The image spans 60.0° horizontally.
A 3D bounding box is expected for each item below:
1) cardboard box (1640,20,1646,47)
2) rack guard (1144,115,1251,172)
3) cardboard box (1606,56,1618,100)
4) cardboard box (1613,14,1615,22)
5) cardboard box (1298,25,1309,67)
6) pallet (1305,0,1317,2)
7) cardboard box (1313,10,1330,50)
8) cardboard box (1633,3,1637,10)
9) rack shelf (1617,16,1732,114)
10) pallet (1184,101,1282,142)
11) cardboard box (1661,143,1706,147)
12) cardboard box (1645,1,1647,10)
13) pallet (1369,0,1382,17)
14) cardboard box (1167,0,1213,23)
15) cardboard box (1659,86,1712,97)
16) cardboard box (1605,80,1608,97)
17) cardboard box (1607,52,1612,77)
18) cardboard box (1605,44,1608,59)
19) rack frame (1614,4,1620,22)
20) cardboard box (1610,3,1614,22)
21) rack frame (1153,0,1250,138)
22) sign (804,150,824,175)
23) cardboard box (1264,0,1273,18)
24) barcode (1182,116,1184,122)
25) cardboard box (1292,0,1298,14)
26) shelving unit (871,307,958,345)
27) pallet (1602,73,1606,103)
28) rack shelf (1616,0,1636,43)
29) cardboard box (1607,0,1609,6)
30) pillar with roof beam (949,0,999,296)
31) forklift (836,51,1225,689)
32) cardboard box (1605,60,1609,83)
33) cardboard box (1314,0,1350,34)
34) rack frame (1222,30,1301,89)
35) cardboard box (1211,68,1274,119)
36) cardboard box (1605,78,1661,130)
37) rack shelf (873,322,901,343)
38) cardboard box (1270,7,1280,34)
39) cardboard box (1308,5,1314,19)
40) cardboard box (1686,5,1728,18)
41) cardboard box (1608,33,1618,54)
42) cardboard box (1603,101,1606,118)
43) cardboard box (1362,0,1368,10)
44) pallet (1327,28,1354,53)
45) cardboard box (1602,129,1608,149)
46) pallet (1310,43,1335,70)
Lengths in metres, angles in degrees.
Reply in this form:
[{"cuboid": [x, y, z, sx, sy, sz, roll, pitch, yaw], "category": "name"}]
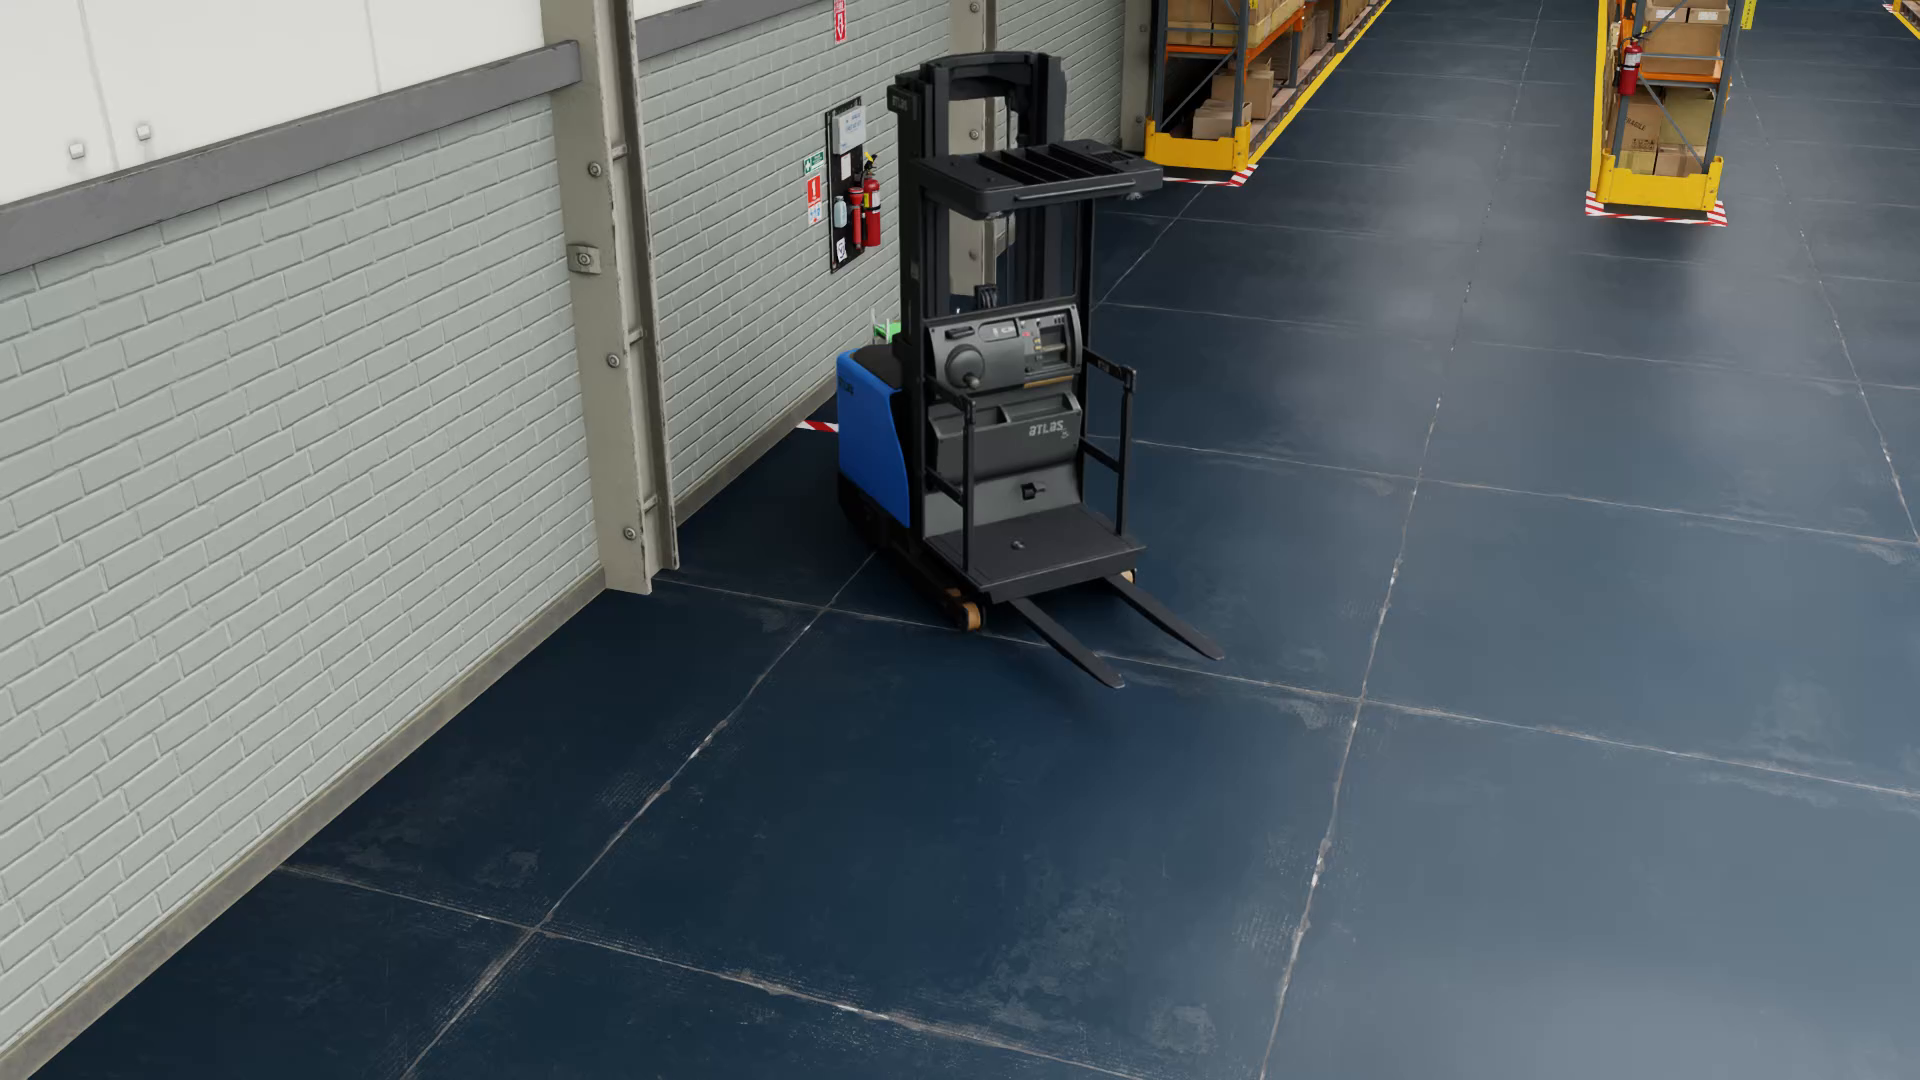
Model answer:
[{"cuboid": [7.875, -5.592, 18.243, 0.700, 0.500, 0.500, 9, 27, 18], "category": "cardboard box"}, {"cuboid": [2.719, -4.561, 19.096, 1.175, 0.500, 0.348, 9, 27, 17], "category": "rack guard"}, {"cuboid": [8.089, -5.519, 20.019, 0.500, 0.500, 0.500, 9, 27, 17], "category": "cardboard box"}, {"cuboid": [10.118, -7.717, 25.109, 0.500, 0.500, 0.500, 10, 28, 19], "category": "cardboard box"}, {"cuboid": [4.586, -7.100, 23.835, 0.700, 0.500, 0.500, 9, 27, 18], "category": "cardboard box"}, {"cuboid": [4.416, -7.505, 22.528, 1.003, 0.211, 1.213, 9, 27, 17], "category": "pallet"}, {"cuboid": [5.165, -7.712, 25.099, 0.700, 0.500, 0.500, 9, 27, 18], "category": "cardboard box"}, {"cuboid": [8.817, -6.909, 21.232, 0.396, 0.266, 0.258, 8, 27, 16], "category": "cardboard box"}, {"cuboid": [8.032, -5.436, 18.860, 1.077, 0.370, 4.000, 9, 27, 17], "category": "rack shelf"}, {"cuboid": [3.430, -5.259, 20.870, 1.003, 0.211, 1.213, 9, 27, 17], "category": "pallet"}, {"cuboid": [7.917, -4.283, 18.328, 0.500, 0.250, 0.500, 9, 27, 17], "category": "cardboard box"}, {"cuboid": [7.484, -5.672, 17.664, 0.380, 0.149, 0.250, 8, 27, 17], "category": "cardboard box"}, {"cuboid": [7.014, -9.632, 29.901, 1.003, 0.211, 1.213, 9, 27, 17], "category": "pallet"}, {"cuboid": [2.650, -6.158, 18.815, 0.500, 0.500, 0.500, 8, 27, 17], "category": "cardboard box"}, {"cuboid": [8.073, -4.828, 18.592, 0.500, 0.500, 0.500, 9, 27, 17], "category": "cardboard box"}, {"cuboid": [8.562, -5.745, 21.347, 0.500, 0.250, 0.500, 8, 27, 17], "category": "cardboard box"}, {"cuboid": [8.729, -6.208, 21.660, 0.500, 0.311, 0.500, 10, 27, 19], "category": "cardboard box"}, {"cuboid": [9.577, -7.004, 23.947, 0.500, 0.250, 0.500, 9, 27, 17], "category": "cardboard box"}, {"cuboid": [10.028, -8.225, 23.796, 1.000, 3.000, 0.127, 9, 27, 17], "category": "rack frame"}, {"cuboid": [10.802, -8.558, 26.846, 0.500, 0.500, 0.500, 9, 27, 18], "category": "cardboard box"}, {"cuboid": [2.694, -5.654, 18.487, 1.000, 3.000, 0.127, 9, 27, 17], "category": "rack frame"}, {"cuboid": [-1.015, -2.635, 11.601, 0.001, 0.109, 0.331, 9, 27, 17], "category": "sign"}, {"cuboid": [3.310, -6.288, 19.083, 0.500, 0.500, 0.500, 9, 27, 18], "category": "cardboard box"}, {"cuboid": [2.638, -4.983, 19.670, 0.001, 0.075, 0.075, 9, 27, 17], "category": "barcode"}, {"cuboid": [3.979, -6.798, 20.997, 0.500, 0.250, 0.500, 9, 27, 18], "category": "cardboard box"}, {"cuboid": [-0.288, -0.926, 10.786, 0.503, 1.200, 0.258, -13, 29, -25], "category": "shelving unit"}, {"cuboid": [9.310, -6.138, 22.685, 1.003, 0.211, 1.213, 9, 27, 17], "category": "pallet"}, {"cuboid": [9.363, -7.080, 22.255, 1.077, 0.370, 4.000, 9, 27, 17], "category": "rack shelf"}, {"cuboid": [11.350, -9.222, 28.621, 0.380, 0.149, 0.250, 9, 27, 17], "category": "cardboard box"}, {"cuboid": [4.174, -5.678, 11.650, 9.100, 9.000, 0.400, 9, 27, 17], "category": "pillar with roof beam"}, {"cuboid": [0.359, -1.035, 9.024, 1.130, 2.935, 3.031, -13, 29, -25], "category": "forklift"}, {"cuboid": [9.072, -6.372, 22.642, 0.500, 0.250, 0.500, 9, 27, 18], "category": "cardboard box"}, {"cuboid": [5.724, -8.447, 26.238, 0.750, 0.750, 0.750, 8, 27, 17], "category": "cardboard box"}, {"cuboid": [4.025, -7.298, 21.882, 1.000, 3.000, 0.127, 9, 27, 17], "category": "rack frame"}, {"cuboid": [3.490, -5.527, 20.587, 0.700, 0.500, 0.500, 7, 27, 14], "category": "cardboard box"}, {"cuboid": [7.583, -4.903, 18.748, 0.500, 0.500, 0.500, 9, 27, 17], "category": "cardboard box"}, {"cuboid": [-0.288, -1.301, 10.605, 0.480, 0.148, 0.258, -13, 29, -25], "category": "rack shelf"}, {"cuboid": [3.490, -6.174, 19.710, 0.500, 0.250, 0.500, 8, 27, 17], "category": "cardboard box"}, {"cuboid": [4.917, -7.824, 24.470, 0.500, 0.250, 0.500, 9, 27, 18], "category": "cardboard box"}, {"cuboid": [7.785, -5.514, 17.336, 0.380, 0.149, 0.250, 8, 27, 16], "category": "cardboard box"}, {"cuboid": [9.238, -6.830, 22.944, 0.500, 0.311, 0.500, 8, 27, 16], "category": "cardboard box"}, {"cuboid": [8.086, -5.182, 20.183, 0.500, 0.250, 0.500, 9, 27, 17], "category": "cardboard box"}, {"cuboid": [6.593, -9.521, 28.458, 0.750, 0.750, 0.750, 9, 27, 18], "category": "cardboard box"}, {"cuboid": [5.689, -8.000, 26.531, 1.003, 0.211, 1.213, 9, 27, 17], "category": "pallet"}, {"cuboid": [7.586, -4.565, 18.910, 0.500, 0.250, 0.500, 9, 27, 17], "category": "cardboard box"}, {"cuboid": [5.094, -7.366, 25.221, 1.003, 0.211, 1.213, 9, 27, 17], "category": "pallet"}]
